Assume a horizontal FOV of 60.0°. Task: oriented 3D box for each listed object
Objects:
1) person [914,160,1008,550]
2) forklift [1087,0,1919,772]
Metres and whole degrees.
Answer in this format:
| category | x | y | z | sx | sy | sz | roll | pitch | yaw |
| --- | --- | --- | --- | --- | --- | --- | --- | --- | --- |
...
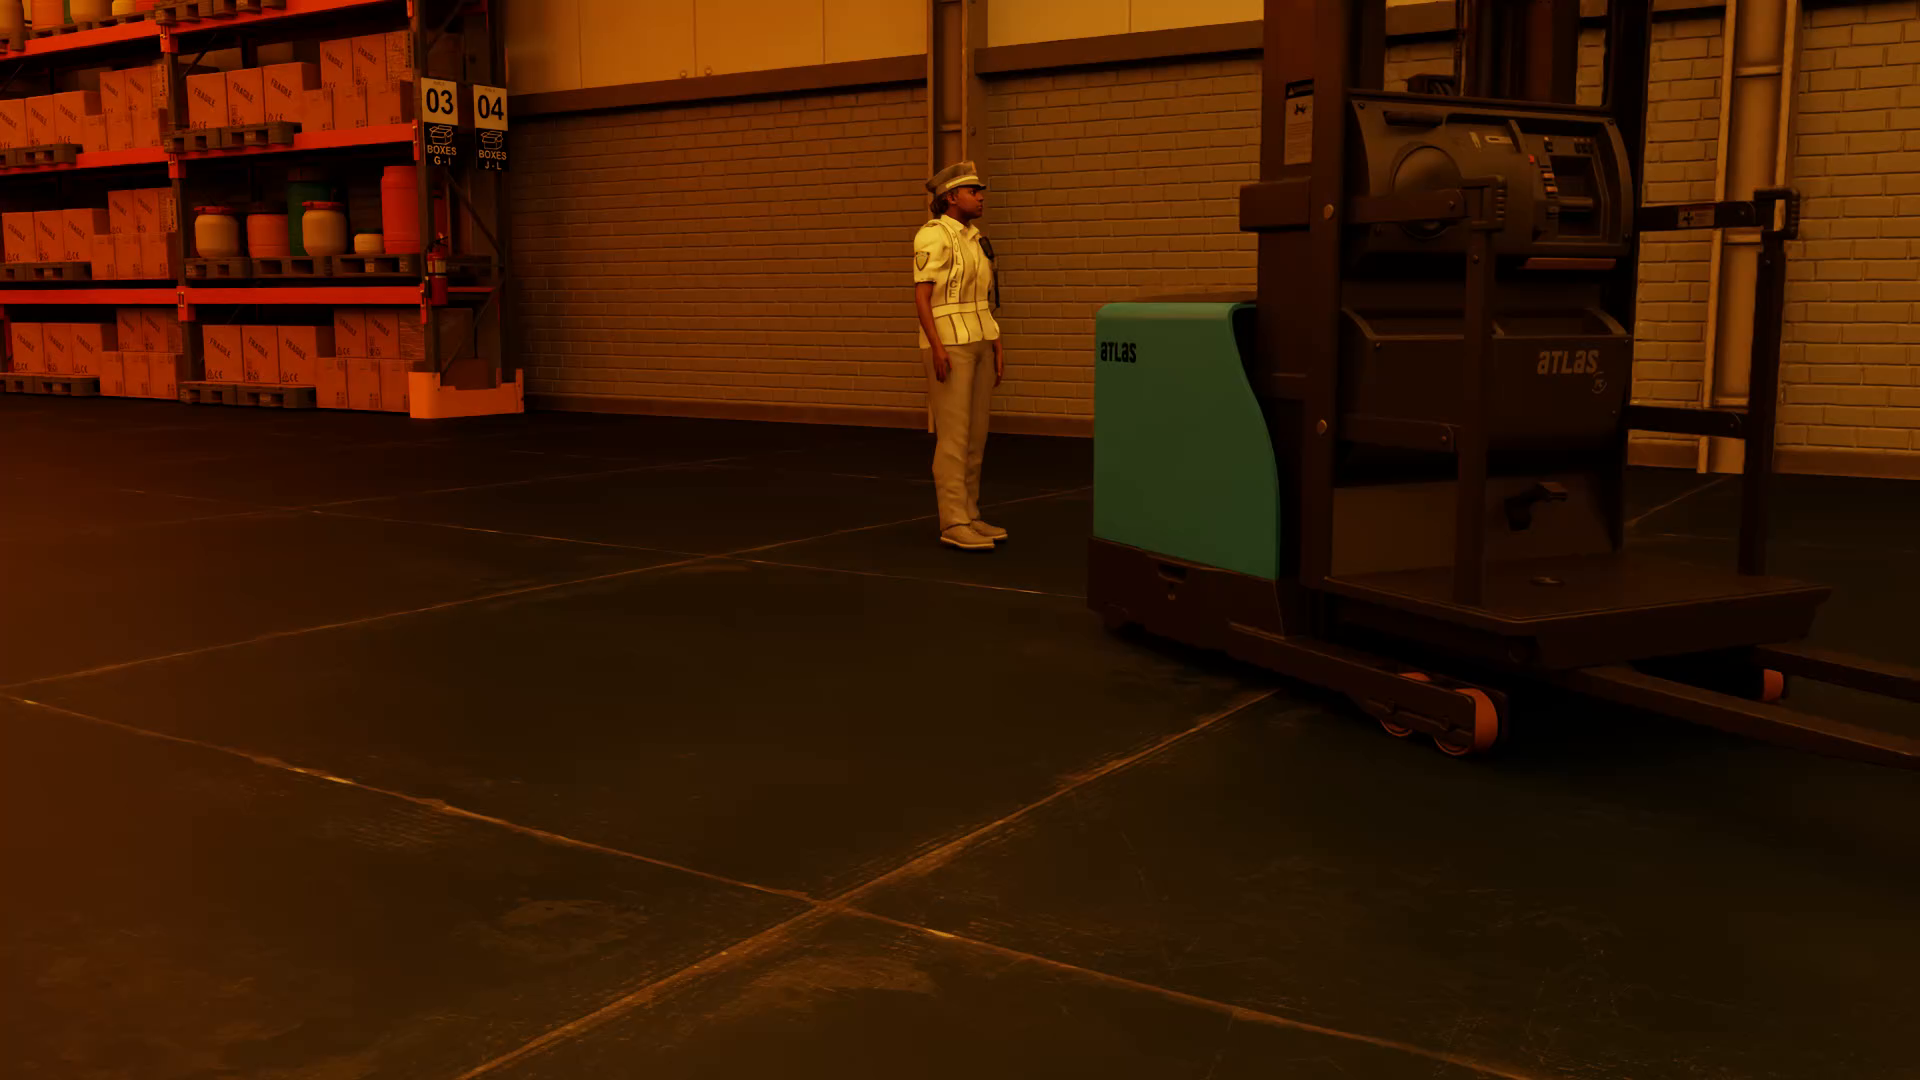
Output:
| category | x | y | z | sx | sy | sz | roll | pitch | yaw |
| --- | --- | --- | --- | --- | --- | --- | --- | --- | --- |
| person | 0.051 | -0.838 | 7.425 | 0.528 | 1.695 | 0.569 | 5 | 10 | 34 |
| forklift | 1.529 | -1.005 | 4.257 | 1.130 | 2.935 | 3.031 | -4 | 9 | -26 |
